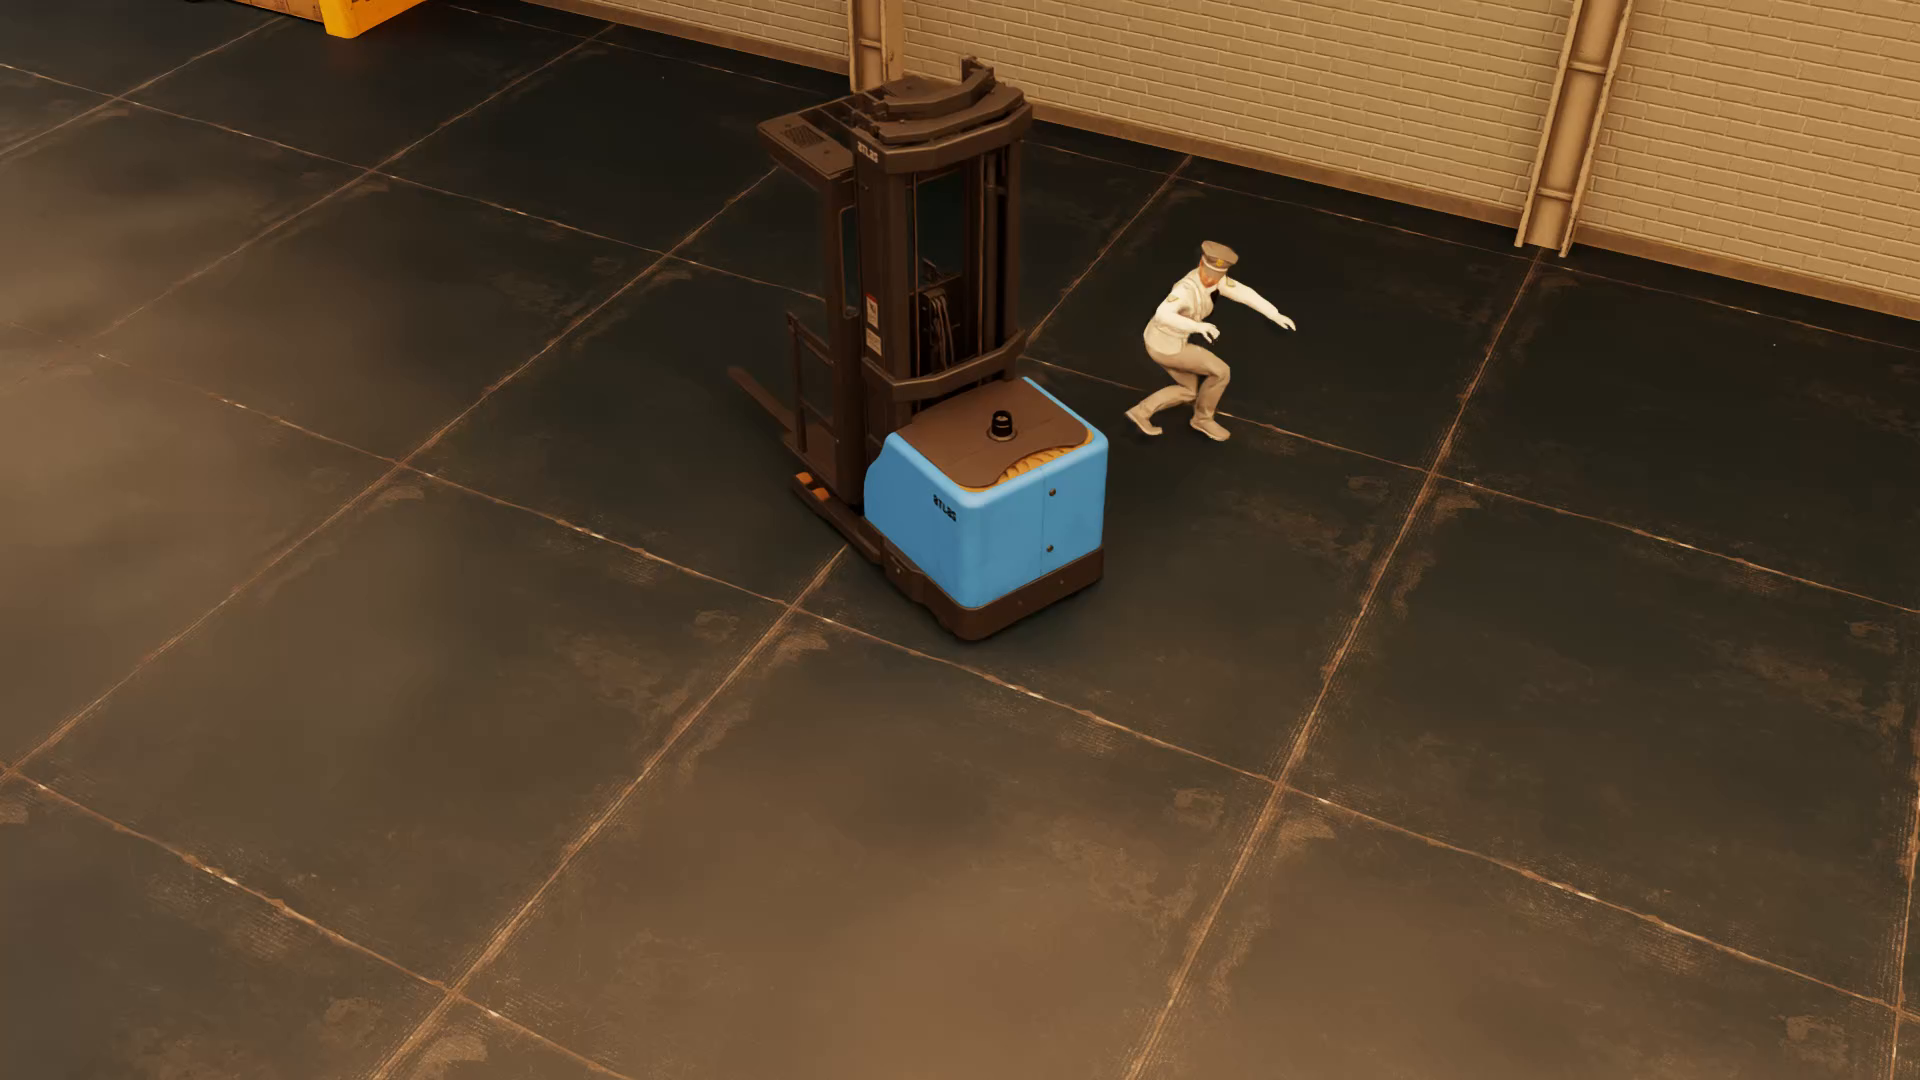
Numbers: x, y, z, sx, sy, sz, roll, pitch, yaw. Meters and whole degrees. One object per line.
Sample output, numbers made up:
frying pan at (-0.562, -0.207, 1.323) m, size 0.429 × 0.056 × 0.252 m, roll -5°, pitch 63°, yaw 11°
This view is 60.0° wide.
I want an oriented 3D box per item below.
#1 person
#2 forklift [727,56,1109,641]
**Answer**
person at (1.604, -1.191, 10.601) m, size 1.047 × 1.422 × 0.760 m, roll 4°, pitch 40°, yaw 5°
forklift at (-0.424, -1.452, 9.711) m, size 1.130 × 2.935 × 3.031 m, roll -25°, pitch 46°, yaw -27°
